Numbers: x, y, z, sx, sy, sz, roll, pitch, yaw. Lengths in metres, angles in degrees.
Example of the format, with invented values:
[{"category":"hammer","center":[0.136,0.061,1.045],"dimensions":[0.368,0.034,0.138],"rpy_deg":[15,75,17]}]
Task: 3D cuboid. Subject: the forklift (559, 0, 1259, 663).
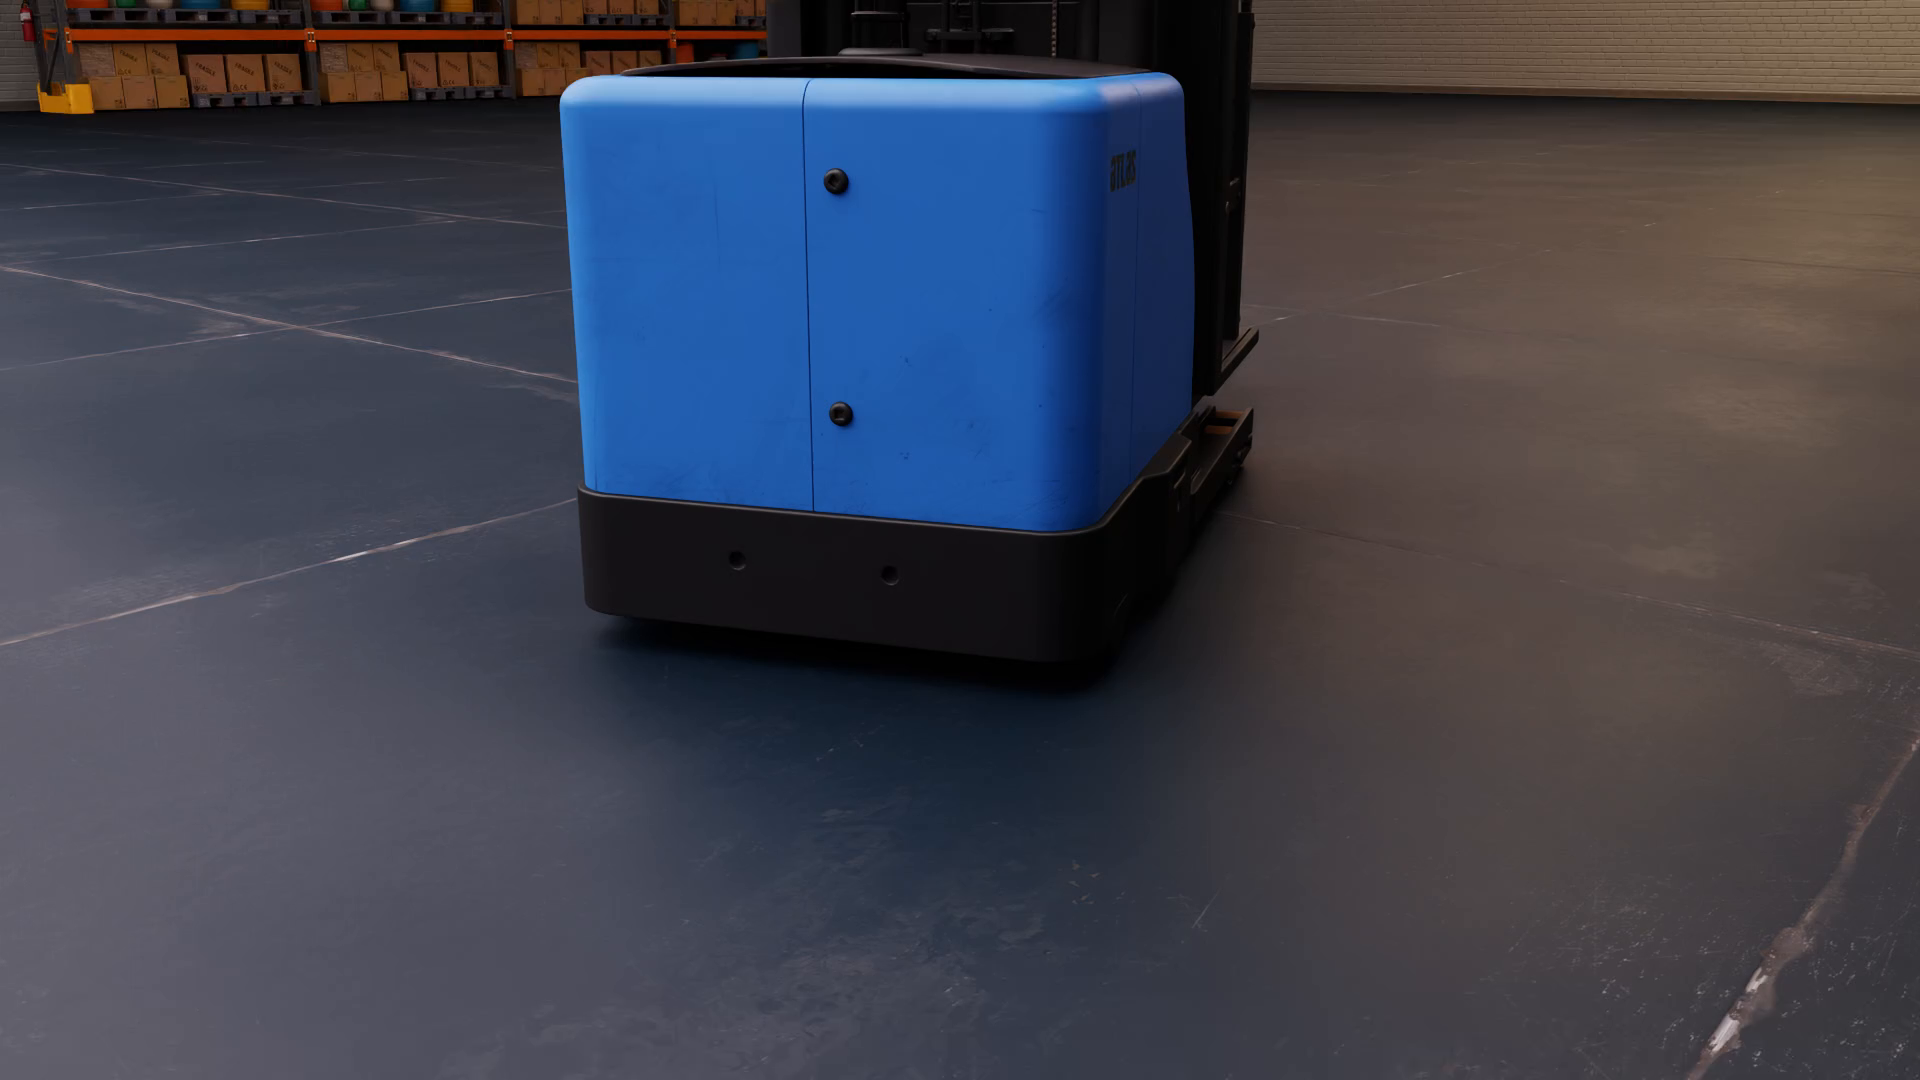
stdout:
[{"category":"forklift","center":[0.182,-1.571,4.072],"dimensions":[1.130,2.935,3.031],"rpy_deg":[5,18,17]}]
